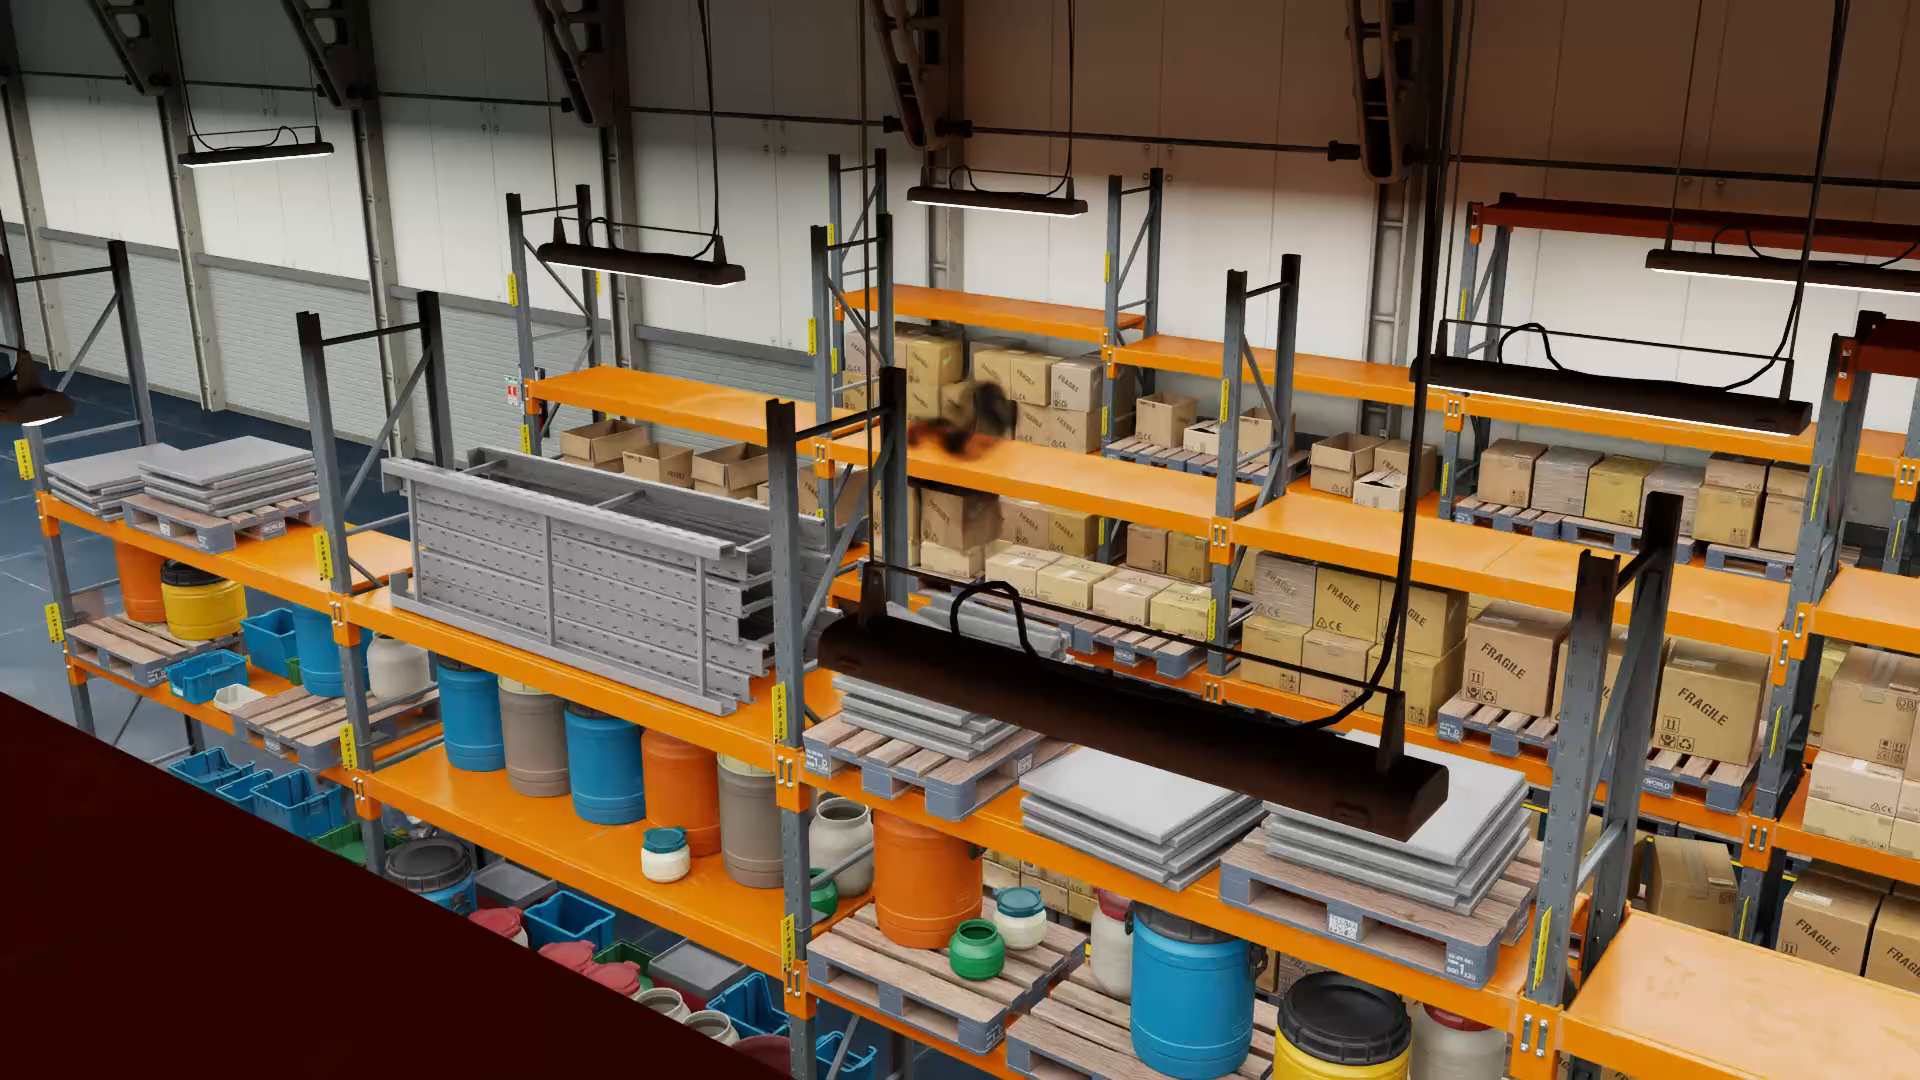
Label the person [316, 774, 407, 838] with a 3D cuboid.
[{"bbox_3d":[-5.842,2.182,15.761,0.903,1.764,0.738,8,20,23],"label":"person"}]

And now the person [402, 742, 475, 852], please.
[{"bbox_3d":[-4.821,2.106,15.391,0.901,1.509,0.655,6,19,18],"label":"person"}]
